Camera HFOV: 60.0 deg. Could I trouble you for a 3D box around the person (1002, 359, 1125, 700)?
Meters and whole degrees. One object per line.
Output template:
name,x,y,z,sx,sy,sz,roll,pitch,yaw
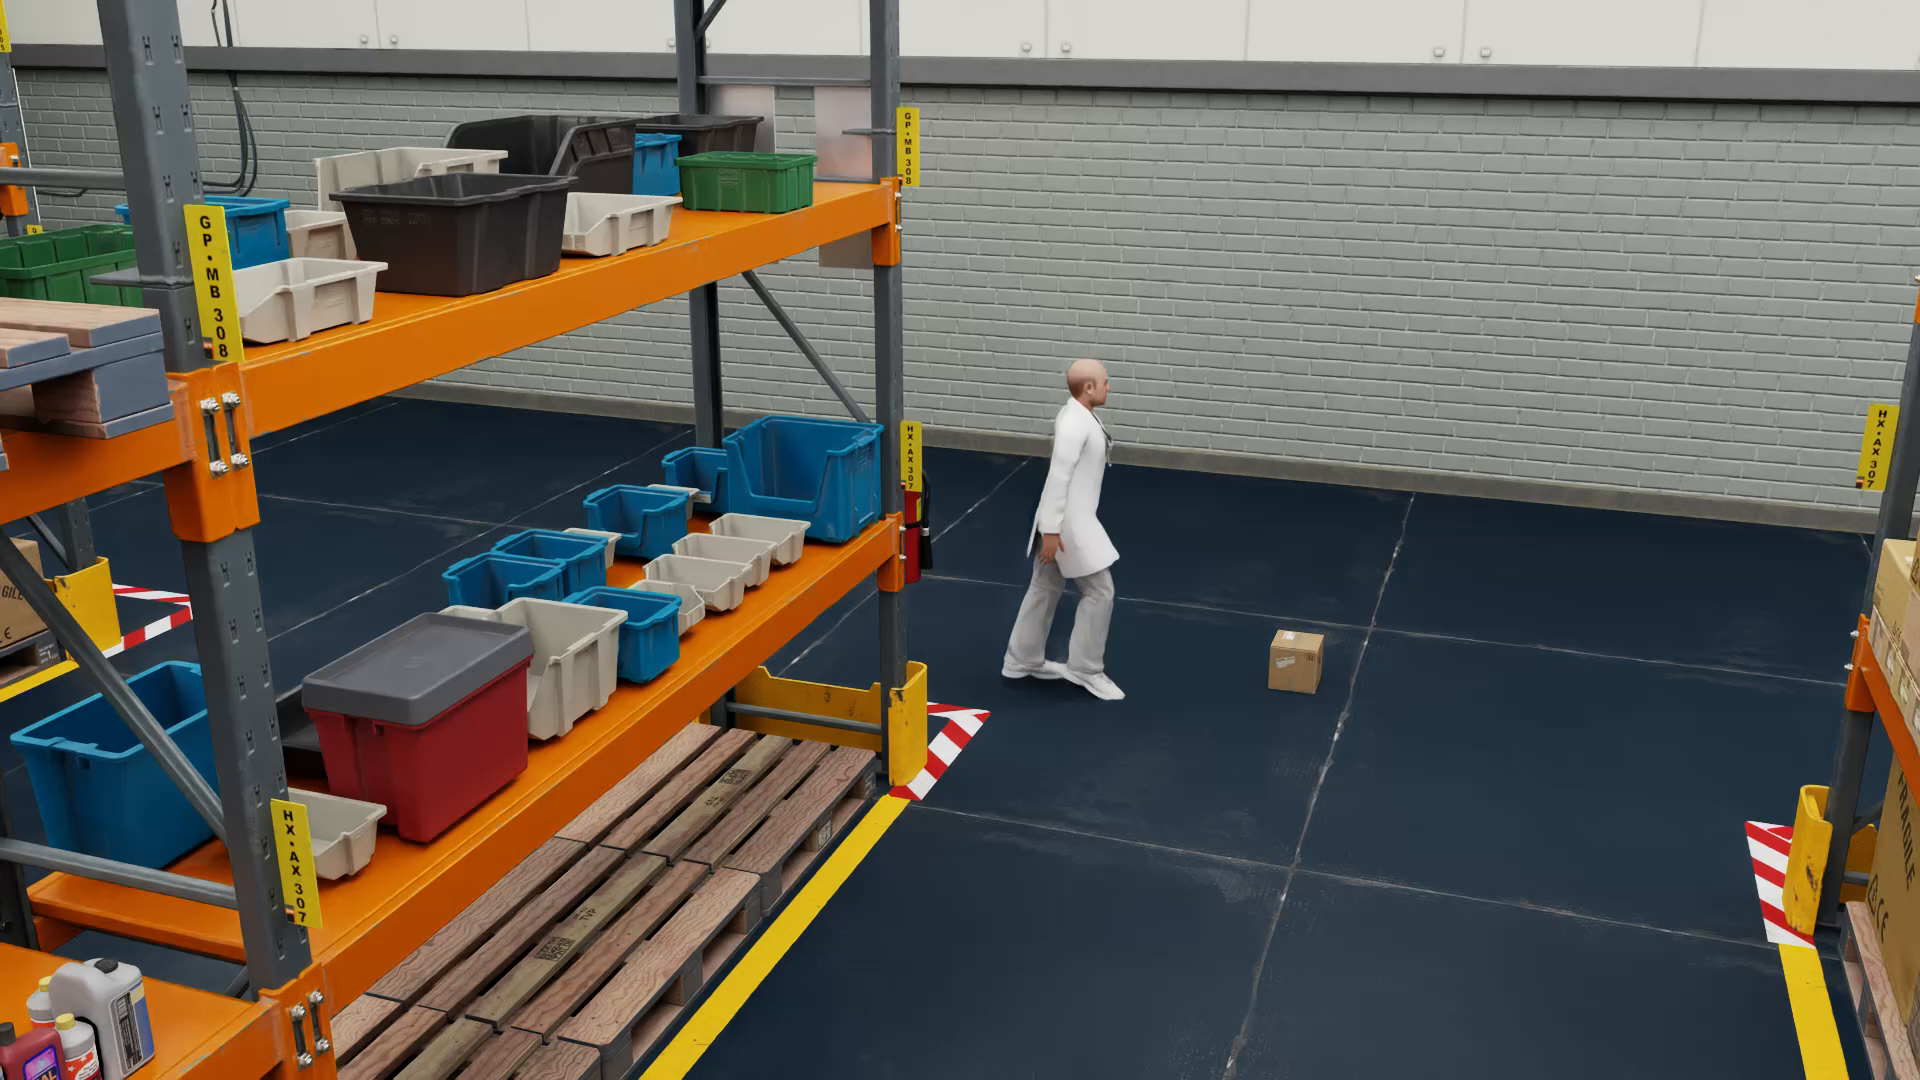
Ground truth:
person,0.548,-0.060,8.791,0.646,1.815,0.589,-1,18,-3
